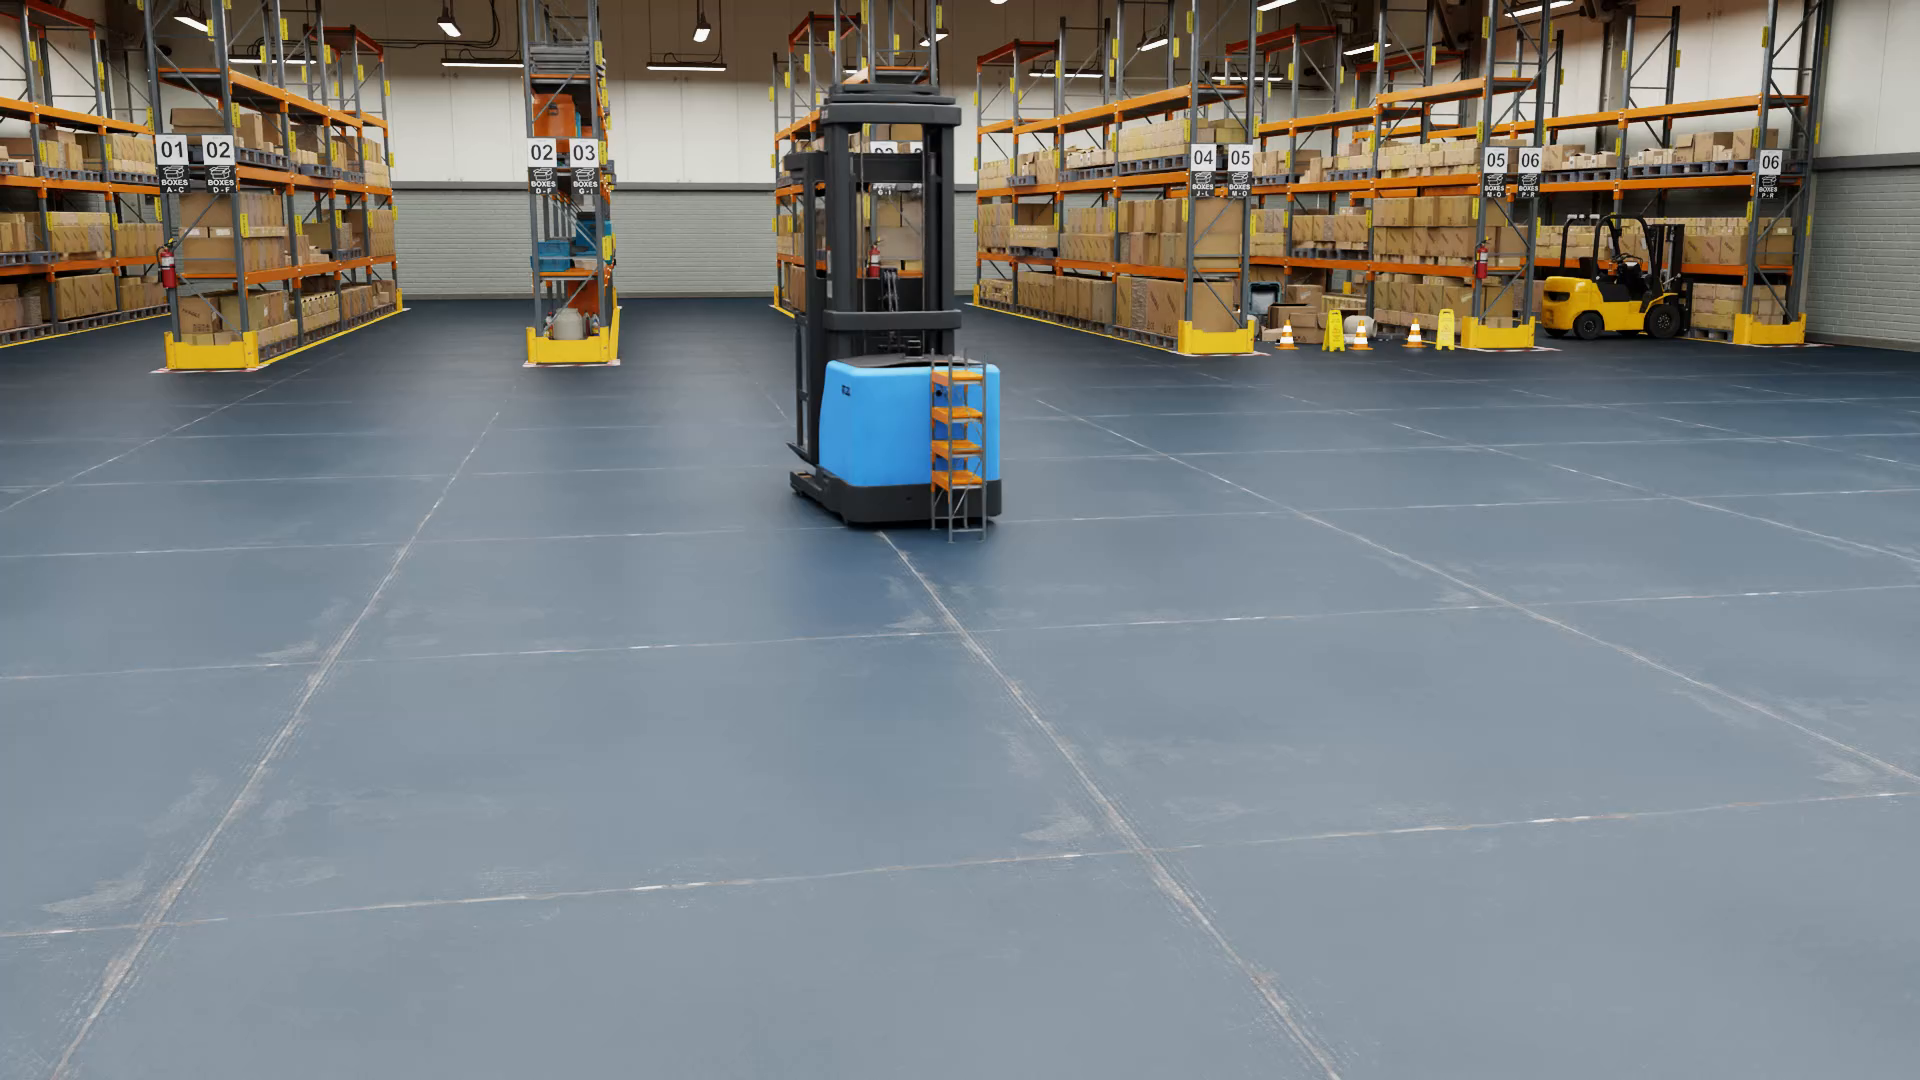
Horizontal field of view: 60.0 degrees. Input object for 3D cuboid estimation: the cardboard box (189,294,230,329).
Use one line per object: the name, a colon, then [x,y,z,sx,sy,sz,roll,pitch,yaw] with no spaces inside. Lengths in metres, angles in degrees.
cardboard box: [-11.174,-3.416,24.848,0.500,0.500,0.500,-2,11,-11]

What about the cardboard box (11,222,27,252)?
cardboard box: [-16.747,-5.286,29.004,0.700,0.500,0.500,-3,11,-16]

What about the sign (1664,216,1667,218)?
sign: [13.504,-6.041,31.888,0.100,0.325,0.005,-2,11,-11]

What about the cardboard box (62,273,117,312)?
cardboard box: [-17.508,-4.978,33.453,0.750,0.750,0.750,-2,11,-10]

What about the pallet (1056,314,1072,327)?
pallet: [2.557,-4.393,33.215,1.003,0.211,1.213,-2,11,-11]

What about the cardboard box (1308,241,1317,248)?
cardboard box: [7.257,-5.970,33.586,0.380,0.149,0.250,-2,11,-11]

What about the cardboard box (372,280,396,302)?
cardboard box: [-13.334,-5.754,38.413,0.500,0.500,0.500,-2,11,-11]

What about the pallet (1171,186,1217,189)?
pallet: [5.912,-8.871,41.495,1.003,0.211,1.213,-2,11,-11]

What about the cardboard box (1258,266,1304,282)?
cardboard box: [7.091,-5.565,36.472,0.875,0.875,0.875,-2,11,-10]

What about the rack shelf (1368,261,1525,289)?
rack shelf: [8.480,-4.655,29.057,1.077,0.370,4.000,-2,11,-11]

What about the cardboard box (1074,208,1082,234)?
cardboard box: [2.655,-6.275,32.704,0.700,0.500,0.500,-2,11,-12]

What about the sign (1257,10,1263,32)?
sign: [4.579,-7.946,25.456,0.100,0.325,0.005,-2,11,-11]

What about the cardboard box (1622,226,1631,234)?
cardboard box: [12.764,-5.856,31.441,0.380,0.149,0.250,-2,11,-12]

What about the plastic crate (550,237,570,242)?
plastic crate: [-6.882,-4.944,28.479,0.402,0.464,0.583,-2,11,-11]

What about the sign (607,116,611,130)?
sign: [-8.285,-9.847,39.230,0.100,0.325,0.005,-2,11,-11]

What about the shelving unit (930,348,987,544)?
shelving unit: [-0.012,-0.613,10.709,0.258,1.200,0.503,-3,11,-14]

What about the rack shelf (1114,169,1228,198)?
rack shelf: [3.645,-5.930,27.733,1.077,0.370,4.000,-2,11,-11]

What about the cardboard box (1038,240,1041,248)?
cardboard box: [1.834,-6.160,34.587,0.380,0.149,0.250,-2,11,-10]

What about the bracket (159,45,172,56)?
bracket: [-20.107,-12.378,42.038,0.235,0.232,0.430,-2,11,-11]

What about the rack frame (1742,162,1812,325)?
rack frame: [13.738,-4.823,28.014,1.000,3.000,0.127,-2,11,-11]

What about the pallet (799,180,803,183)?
pallet: [-2.585,-7.246,33.225,1.213,0.211,1.003,-2,11,-8]

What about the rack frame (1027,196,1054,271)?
rack frame: [1.696,-6.644,37.582,0.949,2.616,0.053,-2,11,-11]

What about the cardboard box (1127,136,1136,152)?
cardboard box: [3.176,-6.786,28.520,0.500,0.250,0.500,-2,11,-11]

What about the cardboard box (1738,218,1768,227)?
cardboard box: [13.461,-5.395,28.221,0.380,0.149,0.250,-2,11,-11]

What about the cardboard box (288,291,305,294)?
cardboard box: [-12.311,-4.413,30.593,0.500,0.311,0.500,-2,11,-9]

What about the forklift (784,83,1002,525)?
forklift: [-0.648,-1.777,12.192,1.130,2.935,3.031,-3,11,-17]

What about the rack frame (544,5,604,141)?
rack frame: [-7.266,-8.516,31.370,1.000,3.000,0.127,-2,11,-11]

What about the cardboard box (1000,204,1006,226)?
cardboard box: [1.237,-7.502,38.350,0.500,0.500,0.500,-2,11,-13]

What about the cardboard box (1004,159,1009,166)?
cardboard box: [1.220,-8.624,37.961,0.380,0.149,0.250,-2,11,-11]

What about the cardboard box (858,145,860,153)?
cardboard box: [-1.380,-6.060,25.826,0.380,0.149,0.250,-2,11,-11]

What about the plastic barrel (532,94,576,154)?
plastic barrel: [-5.929,-6.077,24.307,0.600,0.830,0.708,-2,11,-11]

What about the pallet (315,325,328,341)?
pallet: [-11.770,-3.644,29.275,1.003,0.211,1.213,-2,11,-11]

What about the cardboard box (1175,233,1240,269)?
cardboard box: [3.917,-4.583,26.354,0.875,0.550,0.550,-2,11,-11]

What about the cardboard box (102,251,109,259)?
cardboard box: [-17.346,-5.731,33.404,0.380,0.149,0.250,-2,11,-10]

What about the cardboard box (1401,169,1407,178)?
cardboard box: [8.074,-6.521,29.583,0.380,0.149,0.250,-2,11,-9]

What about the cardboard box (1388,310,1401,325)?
cardboard box: [8.056,-4.016,30.002,0.500,0.250,0.500,-1,11,-8]

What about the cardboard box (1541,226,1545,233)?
cardboard box: [12.224,-6.401,34.304,0.380,0.149,0.250,-2,11,-10]

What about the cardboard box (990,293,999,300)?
cardboard box: [0.944,-5.843,39.872,0.380,0.149,0.250,-3,11,-14]

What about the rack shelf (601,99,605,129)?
rack shelf: [-6.877,-7.599,29.548,1.077,0.370,4.000,-2,11,-11]

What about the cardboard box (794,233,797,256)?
cardboard box: [-3.341,-6.438,36.232,0.500,0.500,0.500,-2,11,-11]

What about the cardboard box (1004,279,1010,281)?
cardboard box: [1.266,-6.340,40.894,0.380,0.149,0.250,-2,11,-10]

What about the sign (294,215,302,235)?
sign: [-10.803,-5.140,27.153,0.100,0.325,0.005,-2,11,-11]

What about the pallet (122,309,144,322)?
pallet: [-17.833,-4.714,34.901,1.003,0.211,1.213,-2,11,-11]

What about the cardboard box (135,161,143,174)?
cardboard box: [-17.928,-8.016,35.775,0.500,0.250,0.500,-2,11,-13]

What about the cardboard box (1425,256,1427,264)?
cardboard box: [8.309,-4.860,28.882,0.380,0.149,0.250,-2,11,-11]

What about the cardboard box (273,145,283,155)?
cardboard box: [-11.458,-6.375,27.424,0.500,0.250,0.500,-1,11,-5]

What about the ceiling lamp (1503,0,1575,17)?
ceiling lamp: [10.831,-11.266,30.209,0.800,3.185,2.000,-2,11,-11]

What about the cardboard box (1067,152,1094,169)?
cardboard box: [2.403,-7.455,32.668,0.500,0.311,0.500,-2,11,-11]

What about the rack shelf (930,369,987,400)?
rack shelf: [-0.012,-0.999,10.636,0.258,0.148,0.480,-3,11,-14]

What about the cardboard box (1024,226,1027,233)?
cardboard box: [1.577,-6.693,35.798,0.380,0.149,0.250,-2,11,-9]

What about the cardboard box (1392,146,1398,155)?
cardboard box: [7.954,-6.952,29.718,0.380,0.149,0.250,-2,11,-13]

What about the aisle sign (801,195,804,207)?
aisle sign: [-3.683,-8.517,40.470,0.394,0.787,0.004,-2,11,-11]

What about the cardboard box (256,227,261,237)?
cardboard box: [-10.687,-4.606,24.870,0.380,0.149,0.250,-2,11,-12]
